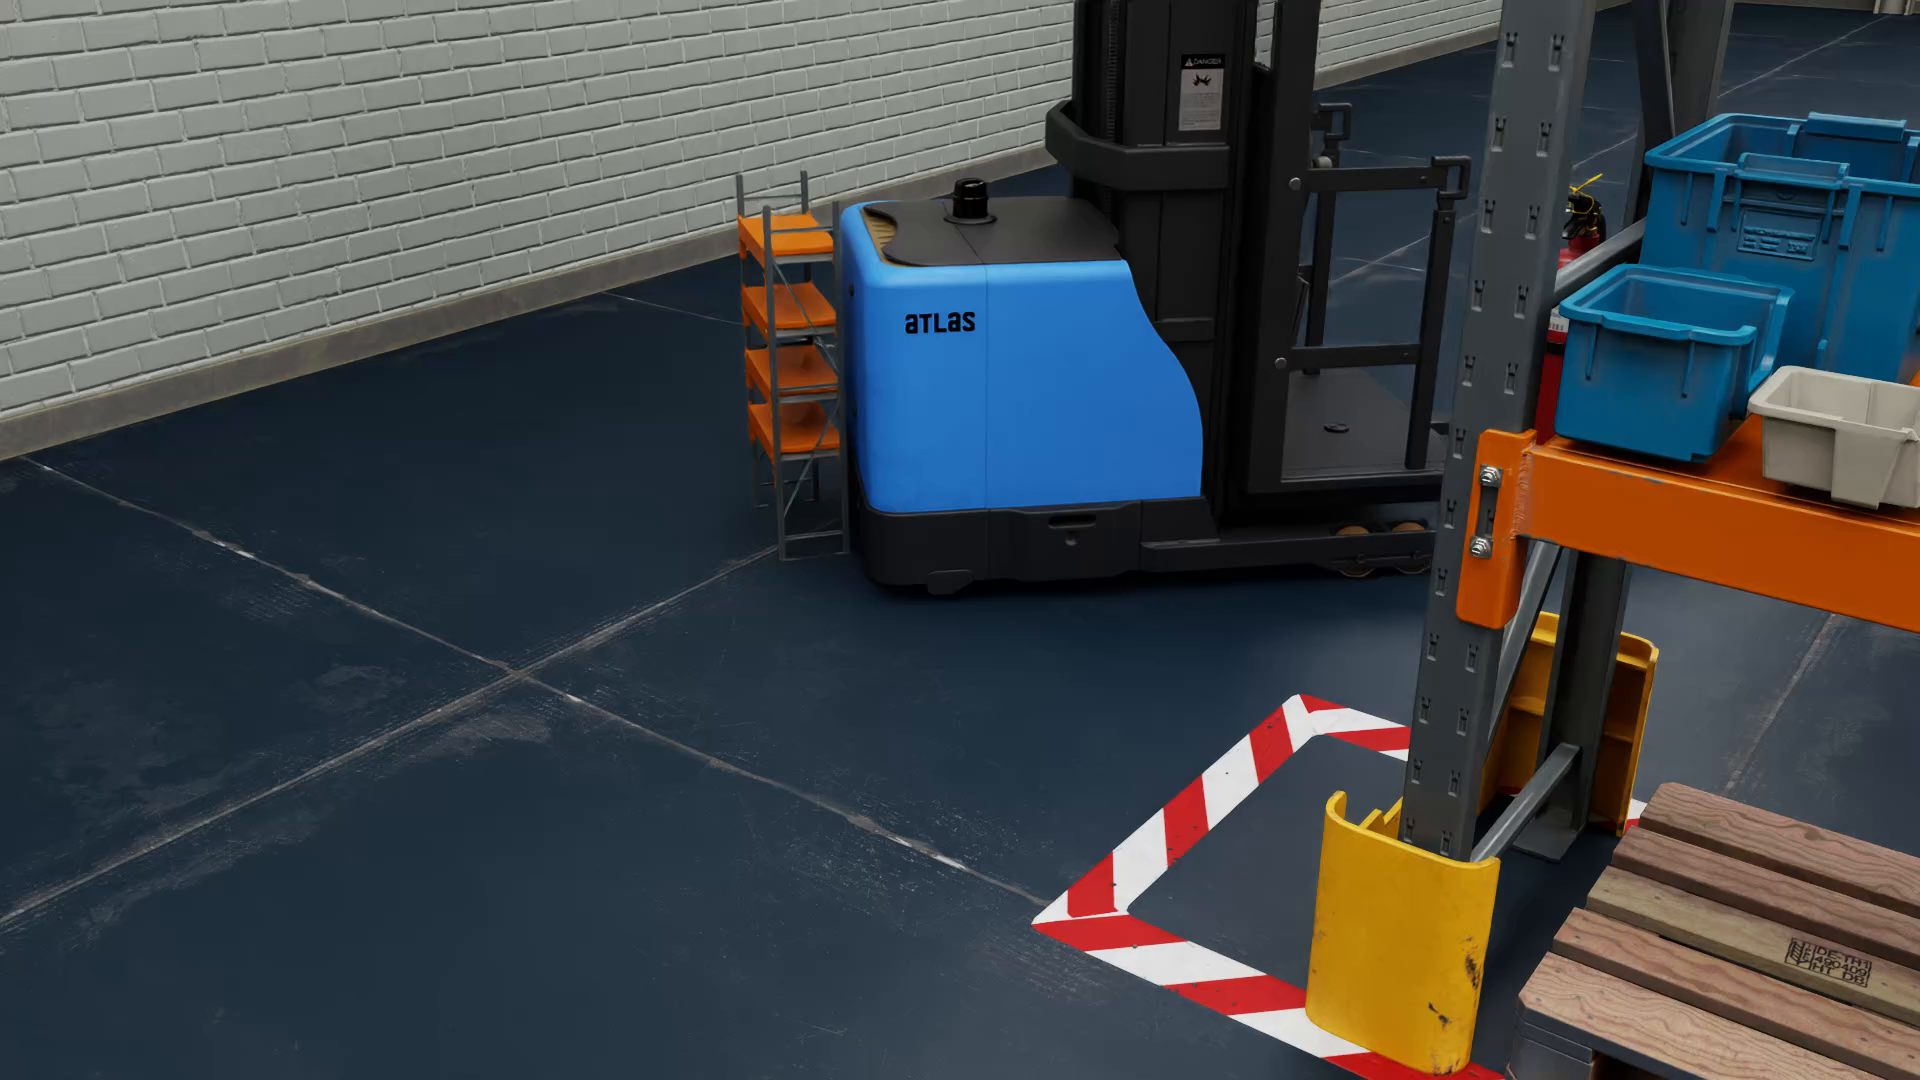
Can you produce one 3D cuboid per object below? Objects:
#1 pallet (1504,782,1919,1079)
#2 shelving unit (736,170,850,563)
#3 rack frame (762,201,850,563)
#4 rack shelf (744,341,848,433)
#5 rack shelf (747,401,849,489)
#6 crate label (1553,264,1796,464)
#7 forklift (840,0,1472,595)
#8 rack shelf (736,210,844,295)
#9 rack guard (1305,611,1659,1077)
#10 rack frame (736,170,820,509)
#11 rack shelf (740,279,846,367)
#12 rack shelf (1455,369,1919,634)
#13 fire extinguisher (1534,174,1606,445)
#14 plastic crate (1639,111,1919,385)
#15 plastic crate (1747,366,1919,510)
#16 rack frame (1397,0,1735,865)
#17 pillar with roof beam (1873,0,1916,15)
[{"bbox_3d":[1.852,0.969,3.289,1.213,0.211,1.003,17,29,33],"label":"pallet"},{"bbox_3d":[-0.560,-0.584,5.588,0.258,1.200,0.503,-7,25,-15],"label":"shelving unit"},{"bbox_3d":[-0.490,-0.490,5.374,0.240,1.200,0.015,-7,25,-15],"label":"rack frame"},{"bbox_3d":[-0.560,-0.523,5.615,0.258,0.148,0.480,-7,25,-15],"label":"rack shelf"},{"bbox_3d":[-0.560,-0.341,5.695,0.258,0.148,0.480,-7,25,-15],"label":"rack shelf"},{"bbox_3d":[1.215,-0.304,2.853,0.303,0.233,0.416,17,29,33],"label":"crate label"},{"bbox_3d":[1.137,-1.425,5.349,3.031,2.935,1.130,-3,24,-8],"label":"forklift"},{"bbox_3d":[-0.560,-0.944,5.429,0.258,0.148,0.480,-7,25,-15],"label":"rack shelf"},{"bbox_3d":[1.188,0.623,3.716,0.348,0.500,1.175,17,29,33],"label":"rack guard"},{"bbox_3d":[-0.629,-0.678,5.802,0.240,1.200,0.015,-7,25,-15],"label":"rack frame"},{"bbox_3d":[-0.560,-0.727,5.525,0.258,0.148,0.480,-7,25,-15],"label":"rack shelf"},{"bbox_3d":[2.815,0.294,2.256,4.000,0.370,1.077,17,29,33],"label":"rack shelf"},{"bbox_3d":[1.367,-0.496,3.715,0.183,0.674,0.296,17,29,33],"label":"fire extinguisher"},{"bbox_3d":[1.595,-0.542,3.142,0.499,0.435,0.616,17,29,33],"label":"plastic crate"},{"bbox_3d":[1.422,-0.156,2.636,0.298,0.136,0.250,17,29,33],"label":"plastic crate"},{"bbox_3d":[1.215,-0.519,3.208,0.127,3.000,1.000,17,29,33],"label":"rack frame"},{"bbox_3d":[8.904,-9.216,15.506,0.400,9.000,9.100,17,29,33],"label":"pillar with roof beam"}]
